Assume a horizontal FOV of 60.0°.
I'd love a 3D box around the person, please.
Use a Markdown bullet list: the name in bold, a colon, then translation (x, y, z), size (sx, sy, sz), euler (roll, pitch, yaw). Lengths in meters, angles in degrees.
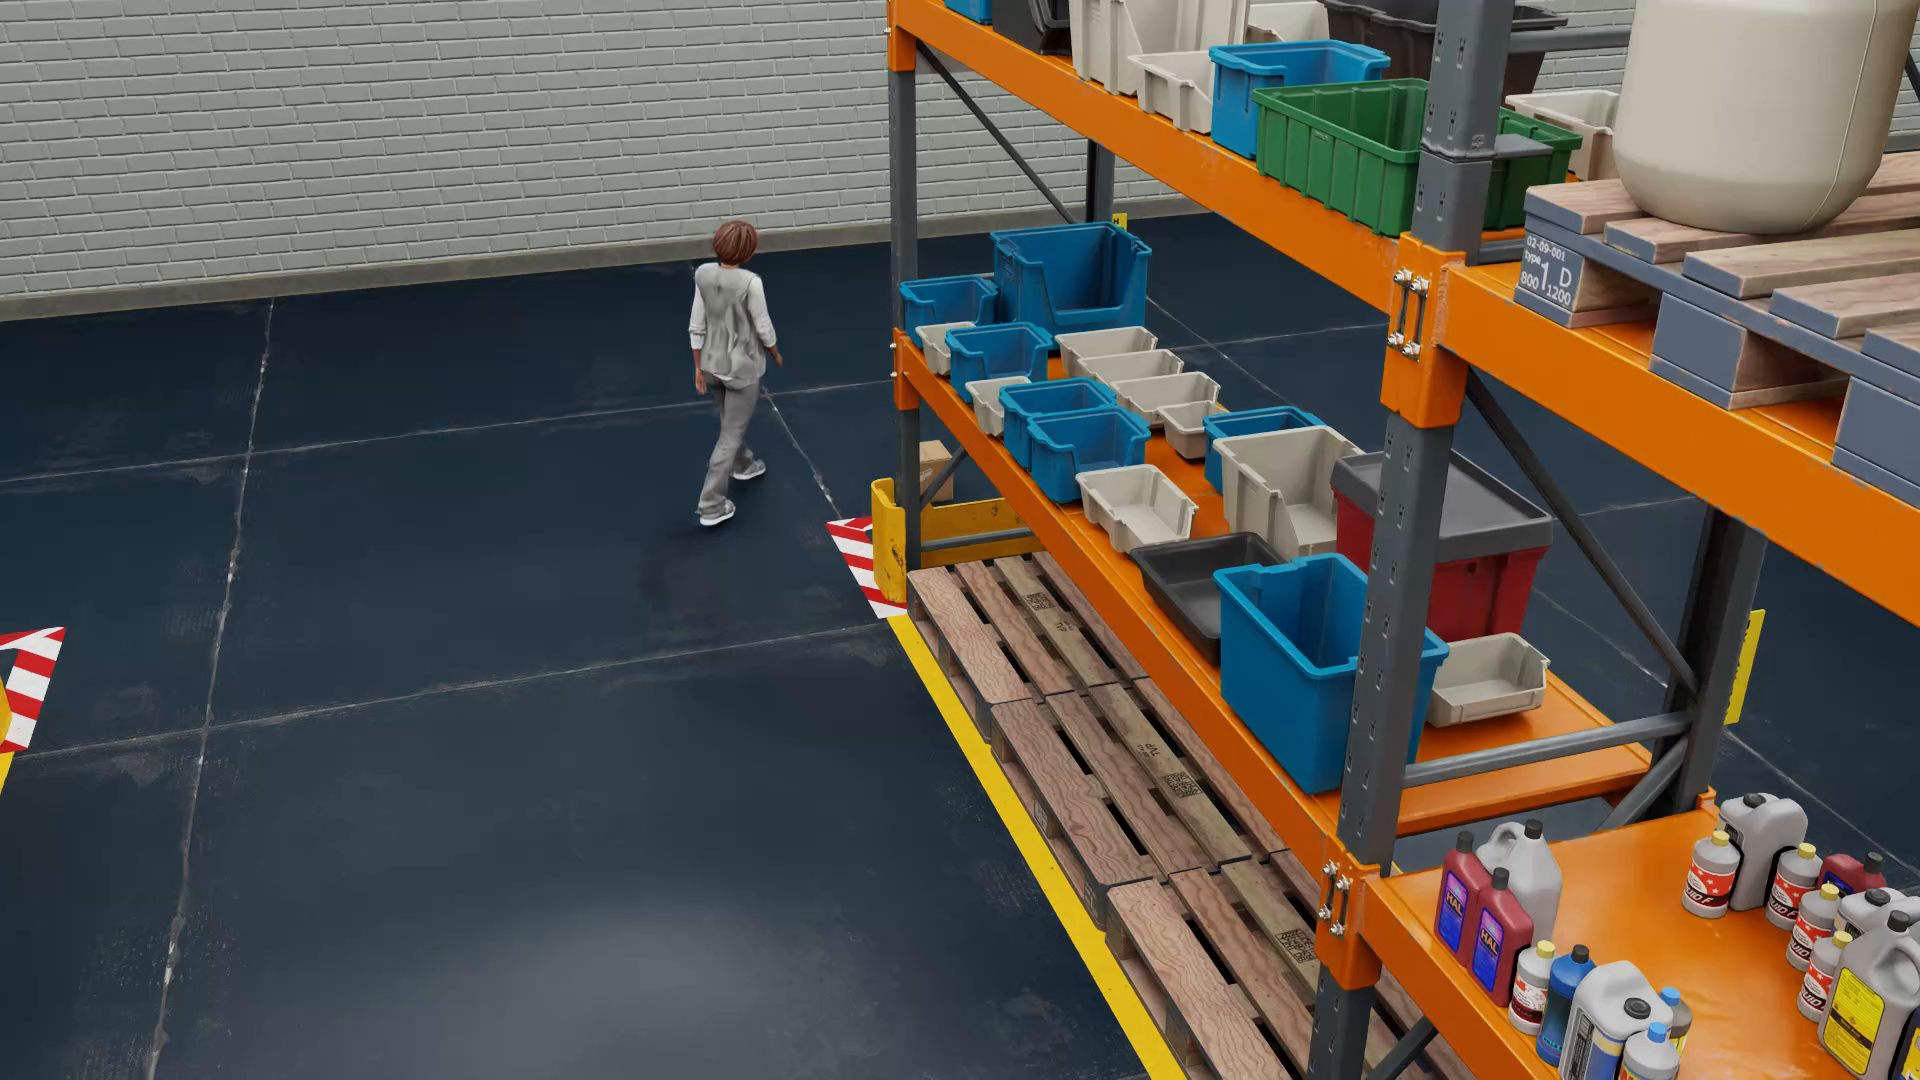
- **person**: translation (-1.120, -0.894, 8.468), size (0.481, 1.557, 0.793), euler (14, 30, 27)
